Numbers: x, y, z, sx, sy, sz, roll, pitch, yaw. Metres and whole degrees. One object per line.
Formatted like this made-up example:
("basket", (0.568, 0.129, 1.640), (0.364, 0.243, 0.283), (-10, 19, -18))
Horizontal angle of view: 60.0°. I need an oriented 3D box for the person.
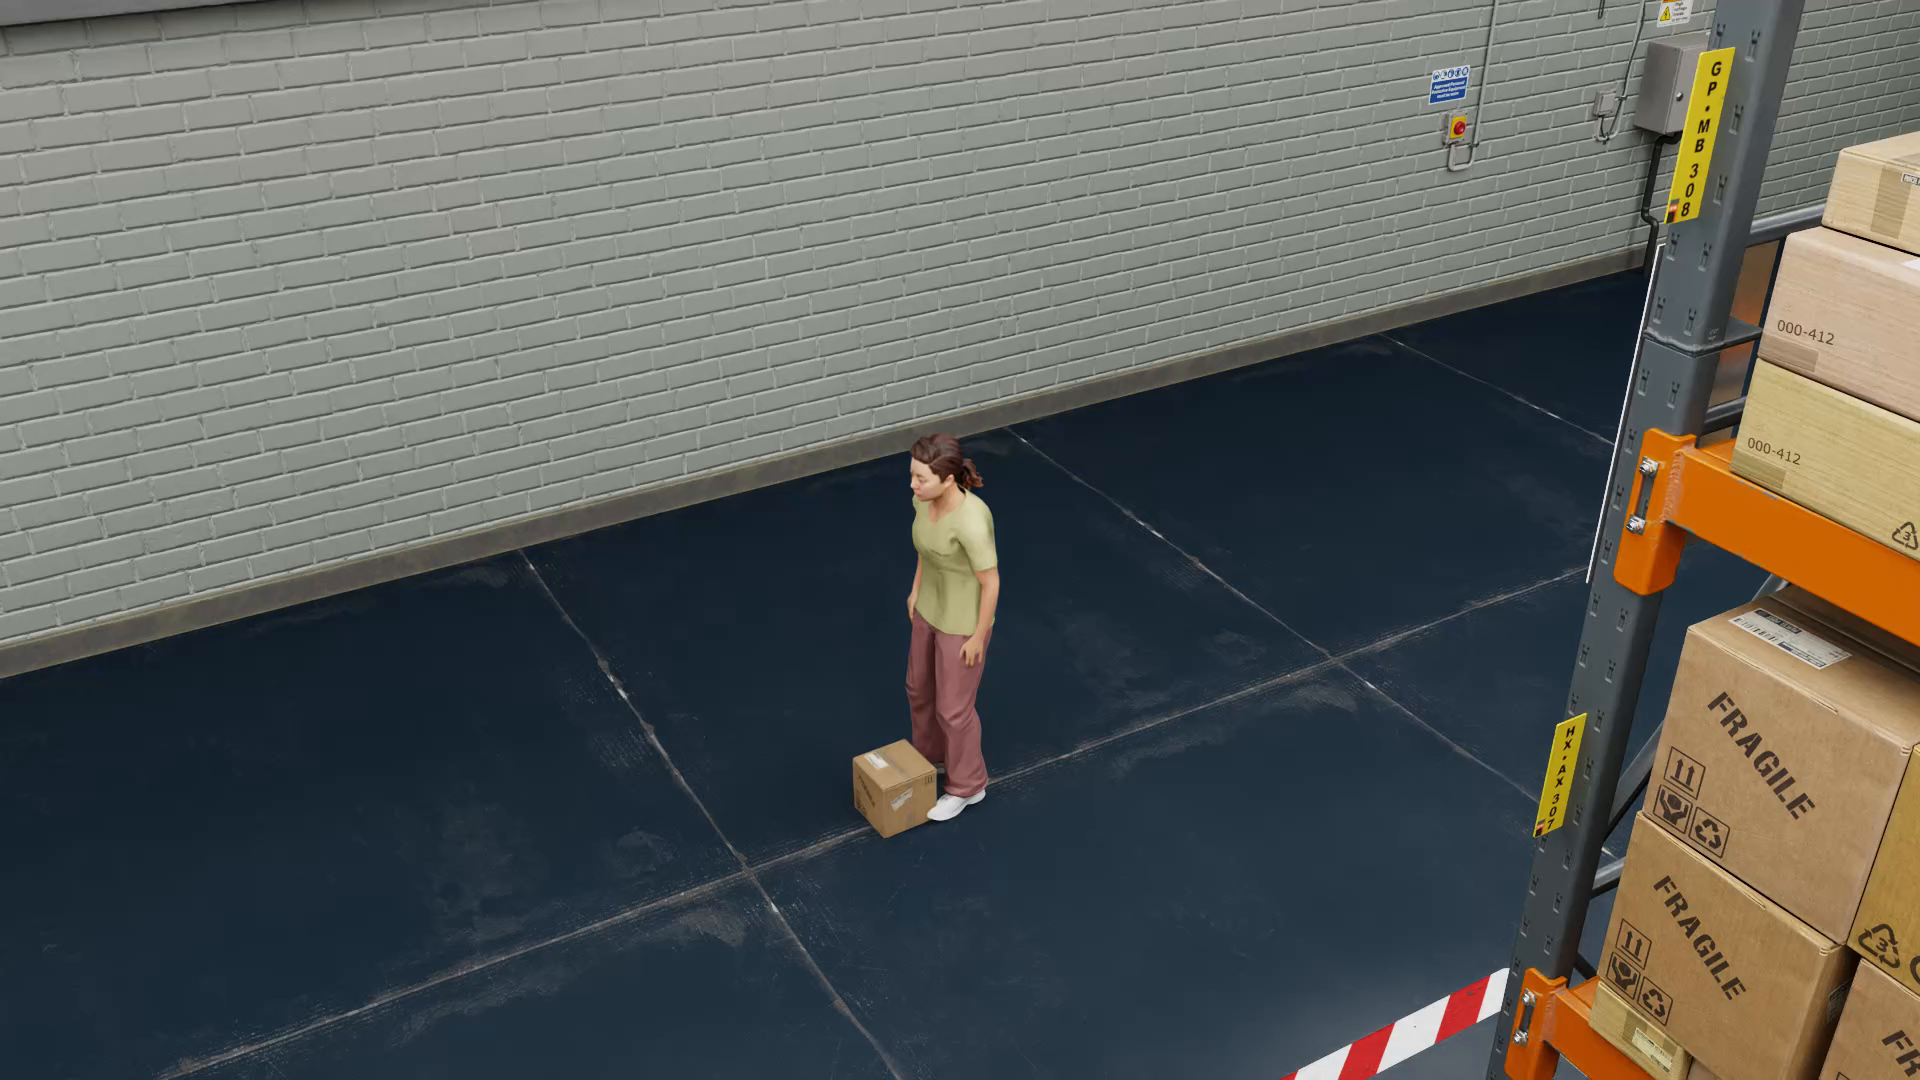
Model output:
("person", (-0.055, 0.322, 6.549), (0.359, 1.672, 0.497), (-17, 33, -28))
